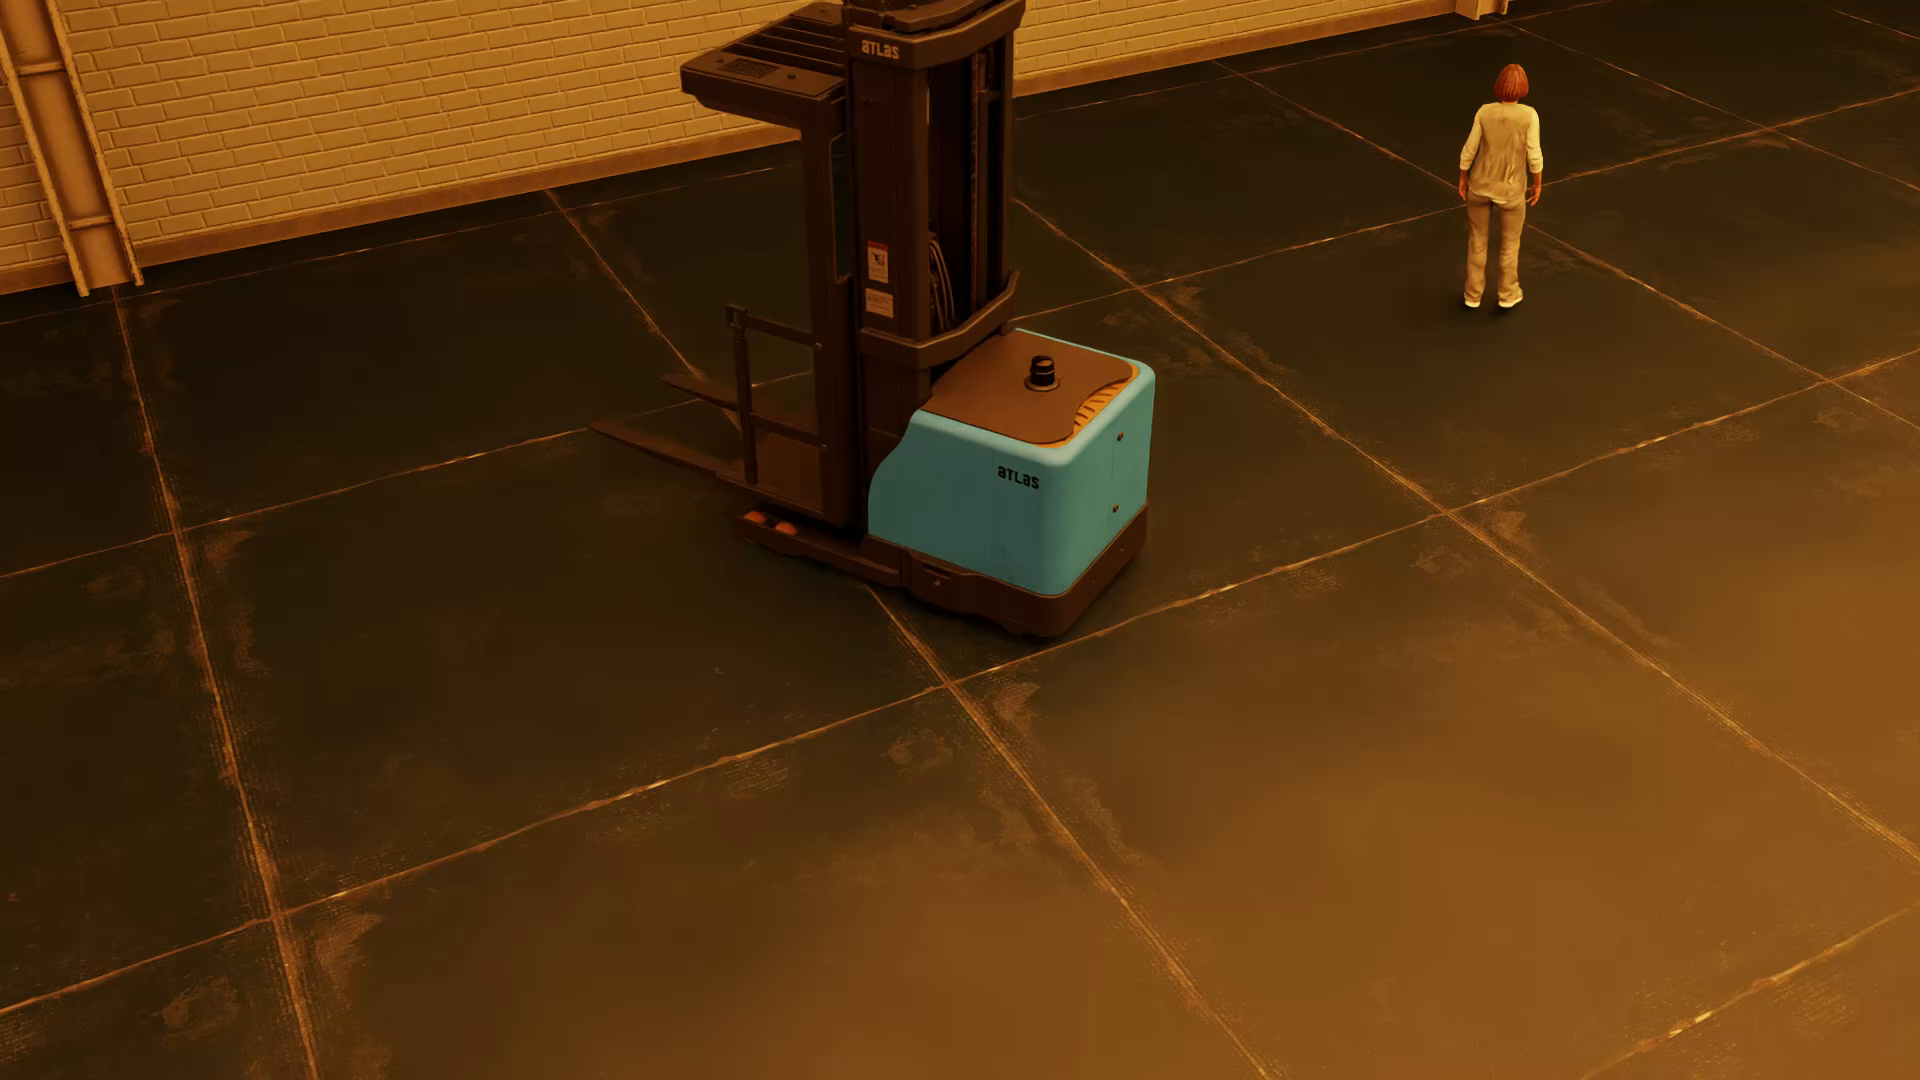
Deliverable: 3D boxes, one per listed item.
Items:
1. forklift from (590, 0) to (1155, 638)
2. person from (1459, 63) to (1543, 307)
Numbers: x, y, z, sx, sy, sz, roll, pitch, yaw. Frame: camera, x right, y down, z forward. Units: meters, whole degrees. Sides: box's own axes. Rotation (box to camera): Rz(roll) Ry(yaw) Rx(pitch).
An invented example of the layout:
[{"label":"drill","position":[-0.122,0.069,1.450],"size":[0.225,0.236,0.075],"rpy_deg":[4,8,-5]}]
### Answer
[{"label":"forklift","position":[-0.575,-1.360,8.048],"size":[3.031,2.935,1.130],"rpy_deg":[19,39,25]},{"label":"person","position":[3.348,-2.192,10.305],"size":[0.511,1.601,0.467],"rpy_deg":[16,38,21]}]
